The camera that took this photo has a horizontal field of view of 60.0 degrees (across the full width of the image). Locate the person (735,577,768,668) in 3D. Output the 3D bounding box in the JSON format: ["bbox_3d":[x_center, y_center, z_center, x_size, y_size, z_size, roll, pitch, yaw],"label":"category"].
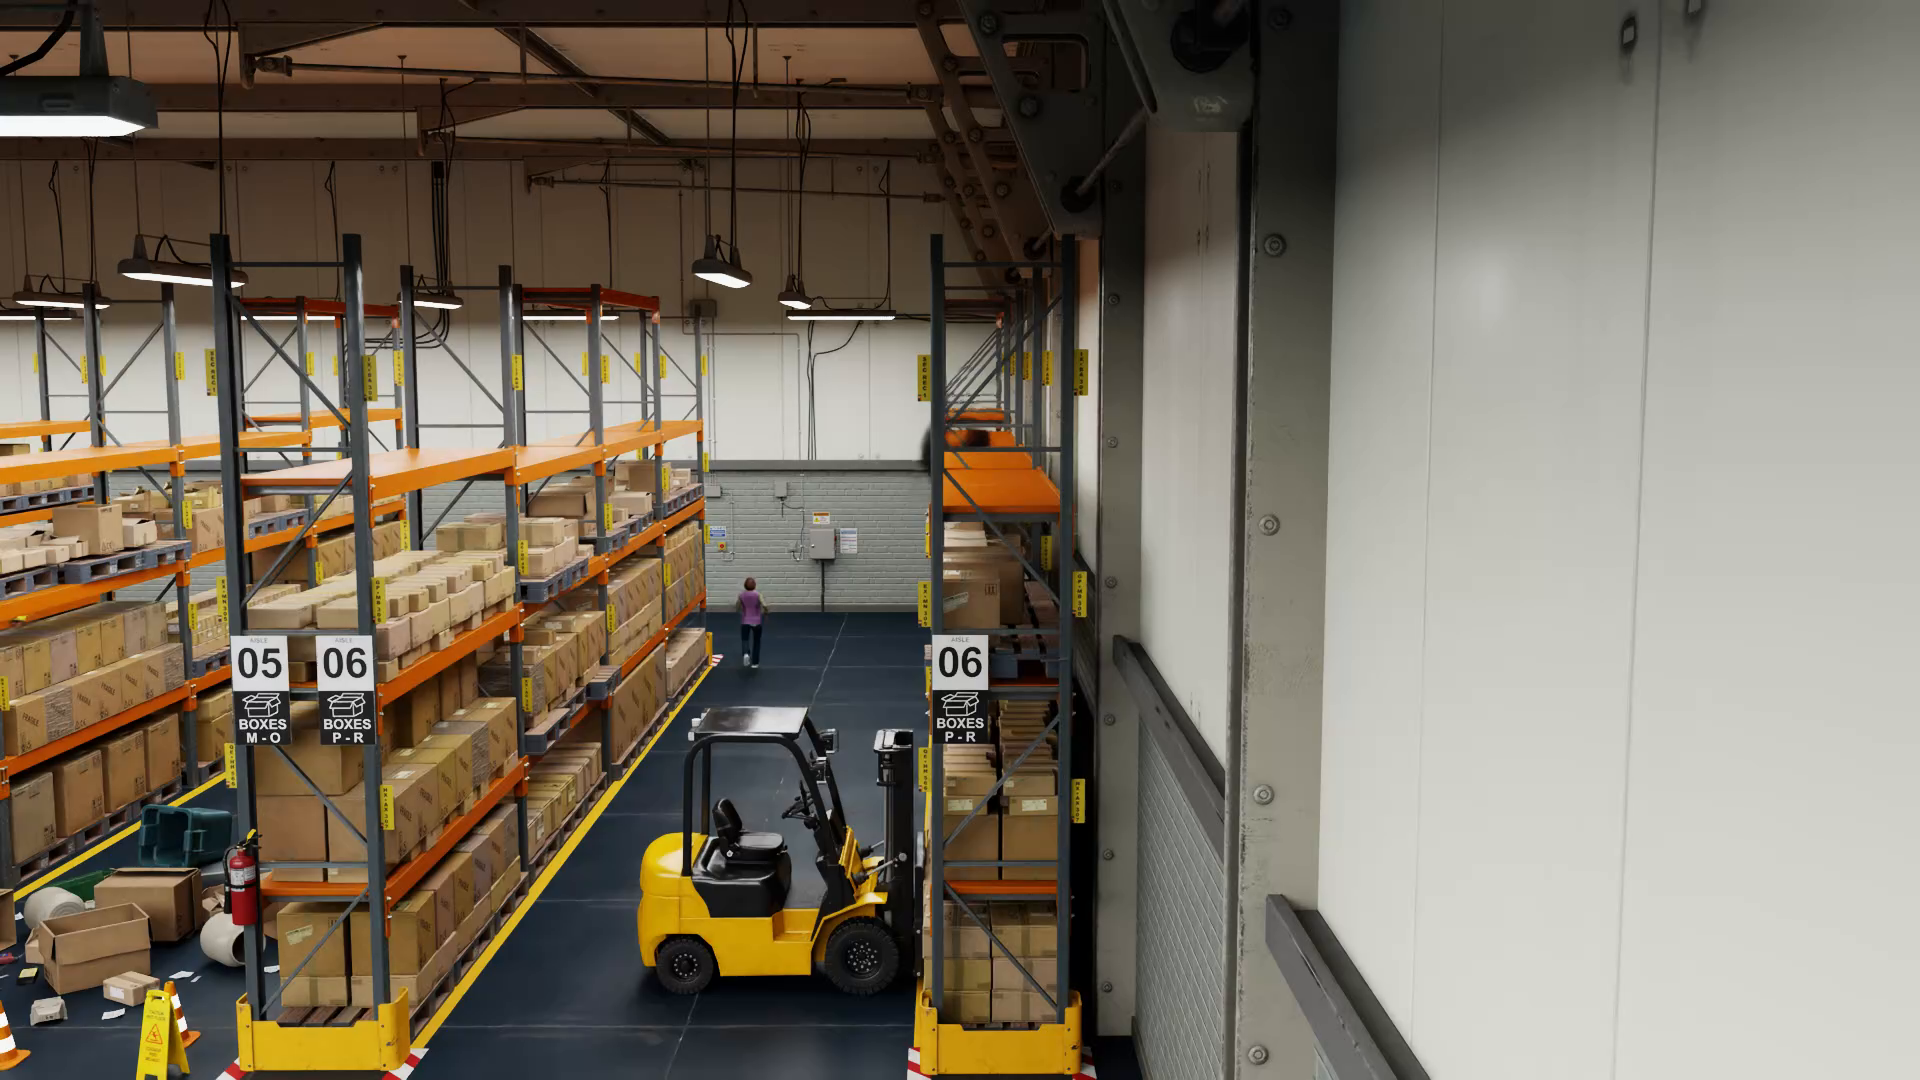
[{"bbox_3d":[-3.424,1.370,27.406,0.568,1.556,0.760,0,6,-1],"label":"person"}]

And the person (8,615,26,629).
[{"bbox_3d":[-12.748,1.824,22.550,0.718,1.724,0.618,-1,6,-13],"label":"person"}]
